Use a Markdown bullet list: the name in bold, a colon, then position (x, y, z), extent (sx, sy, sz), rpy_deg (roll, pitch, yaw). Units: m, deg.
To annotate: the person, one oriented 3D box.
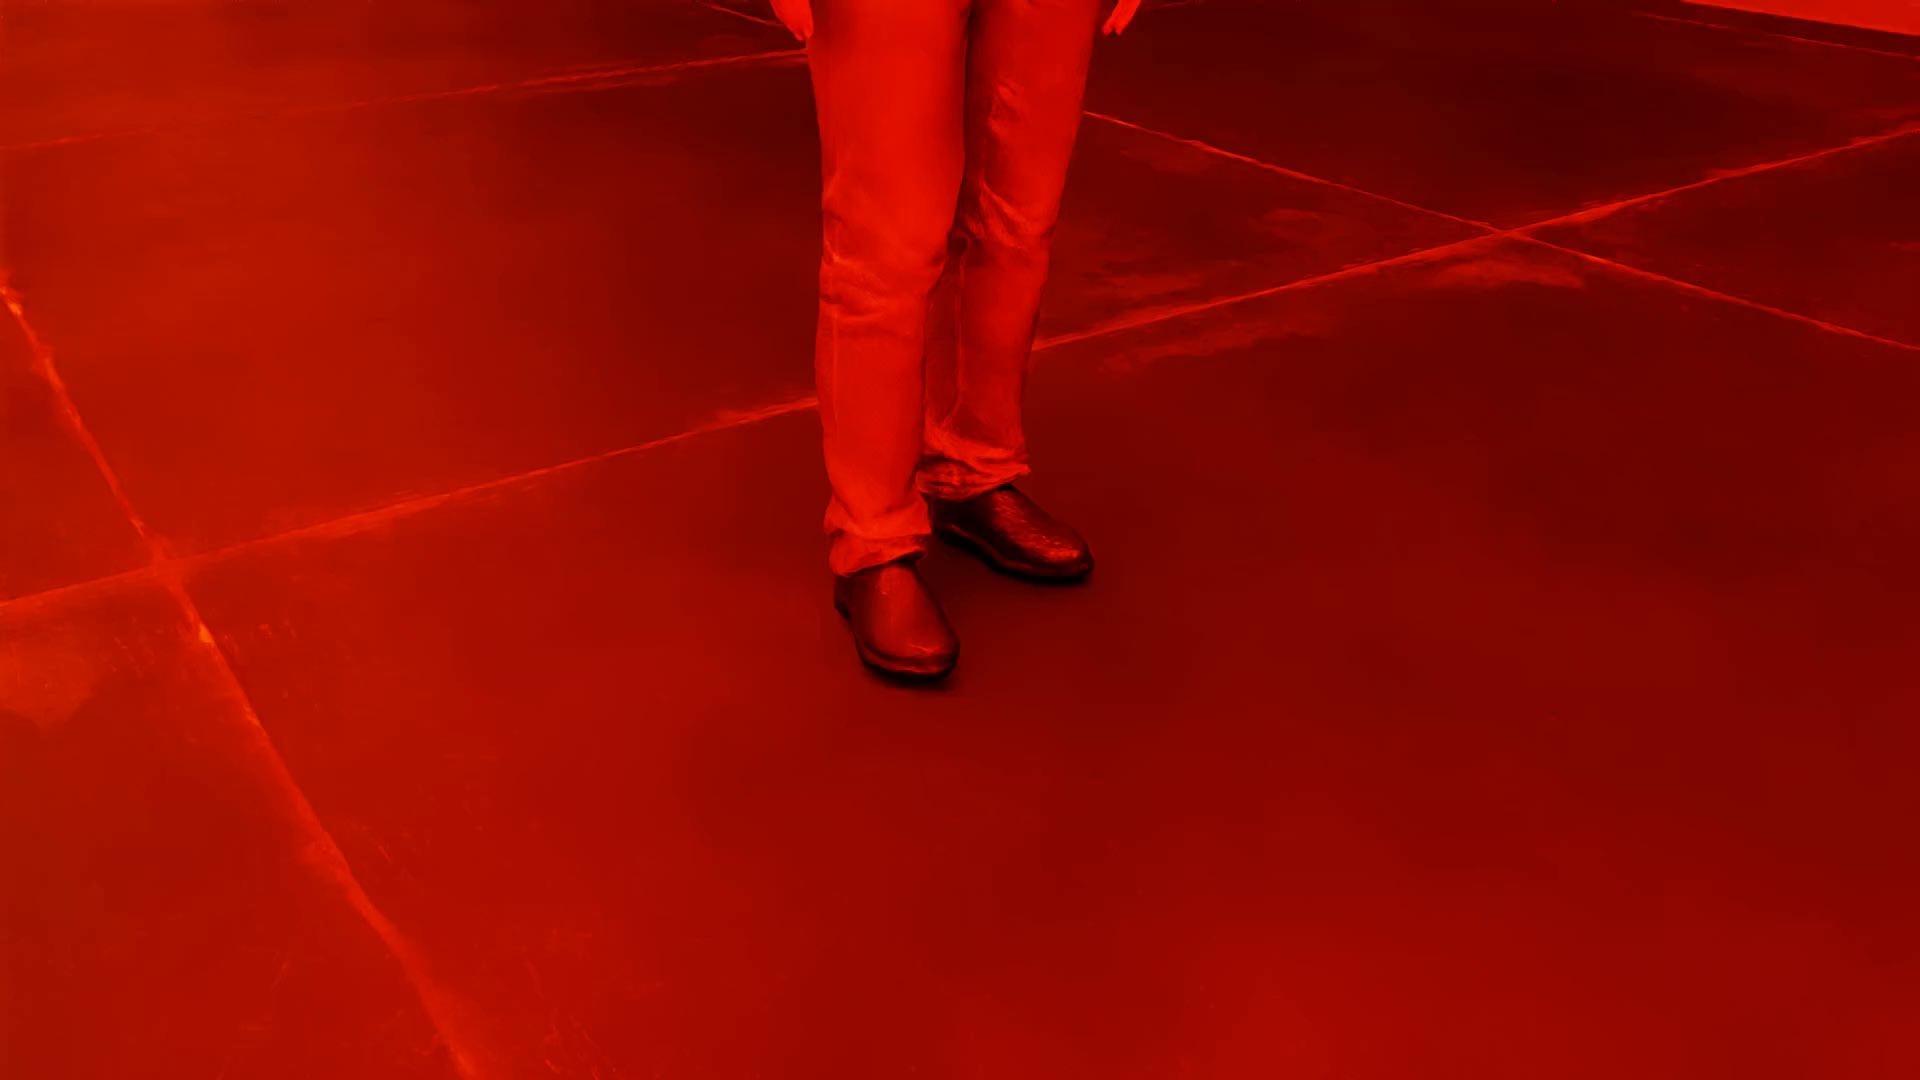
- **person**: position (0.029, -0.751, 2.061), extent (0.632, 1.720, 0.567), rpy_deg (-17, 31, -31)
